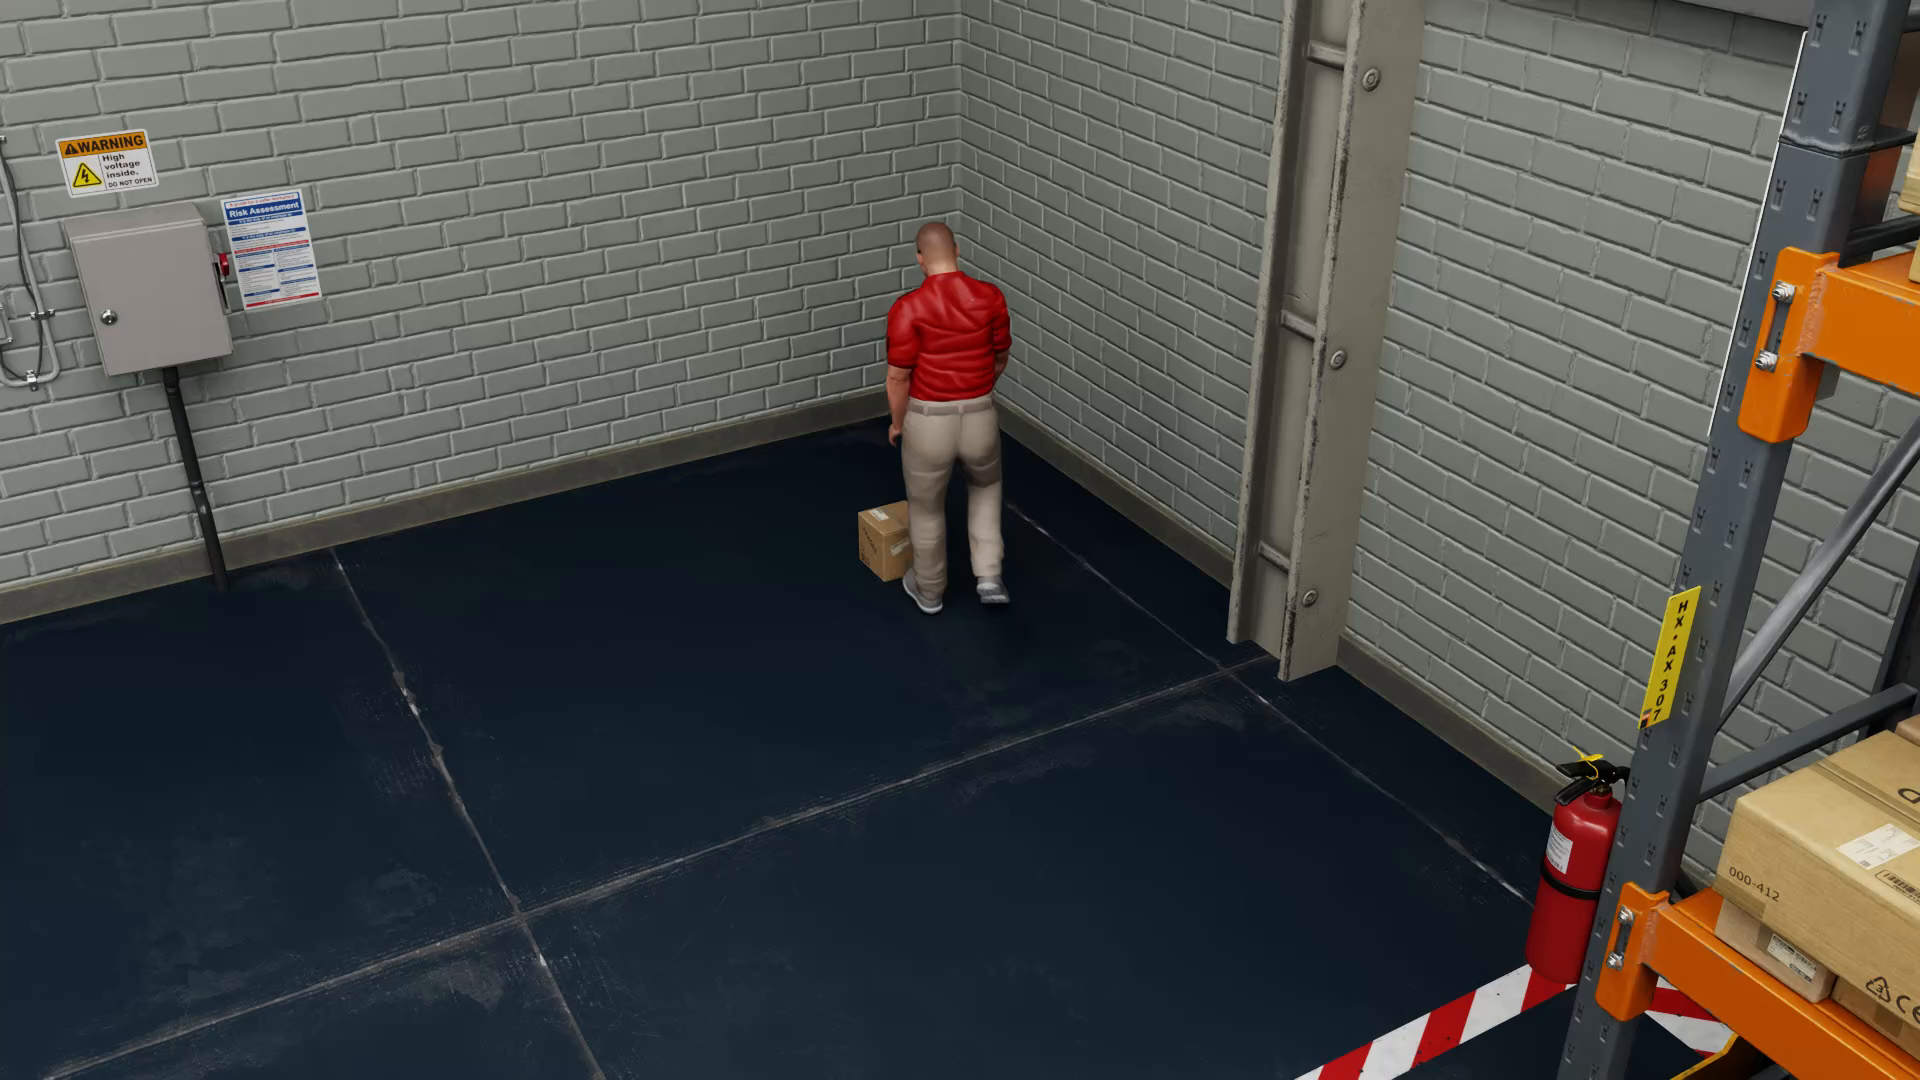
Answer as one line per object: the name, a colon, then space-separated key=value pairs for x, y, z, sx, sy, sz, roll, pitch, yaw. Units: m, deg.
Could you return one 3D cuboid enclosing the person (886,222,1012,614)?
person: x=-0.059 y=-0.480 z=7.017 sx=0.551 sy=1.742 sz=0.565 roll=-10 pitch=30 yaw=-17
